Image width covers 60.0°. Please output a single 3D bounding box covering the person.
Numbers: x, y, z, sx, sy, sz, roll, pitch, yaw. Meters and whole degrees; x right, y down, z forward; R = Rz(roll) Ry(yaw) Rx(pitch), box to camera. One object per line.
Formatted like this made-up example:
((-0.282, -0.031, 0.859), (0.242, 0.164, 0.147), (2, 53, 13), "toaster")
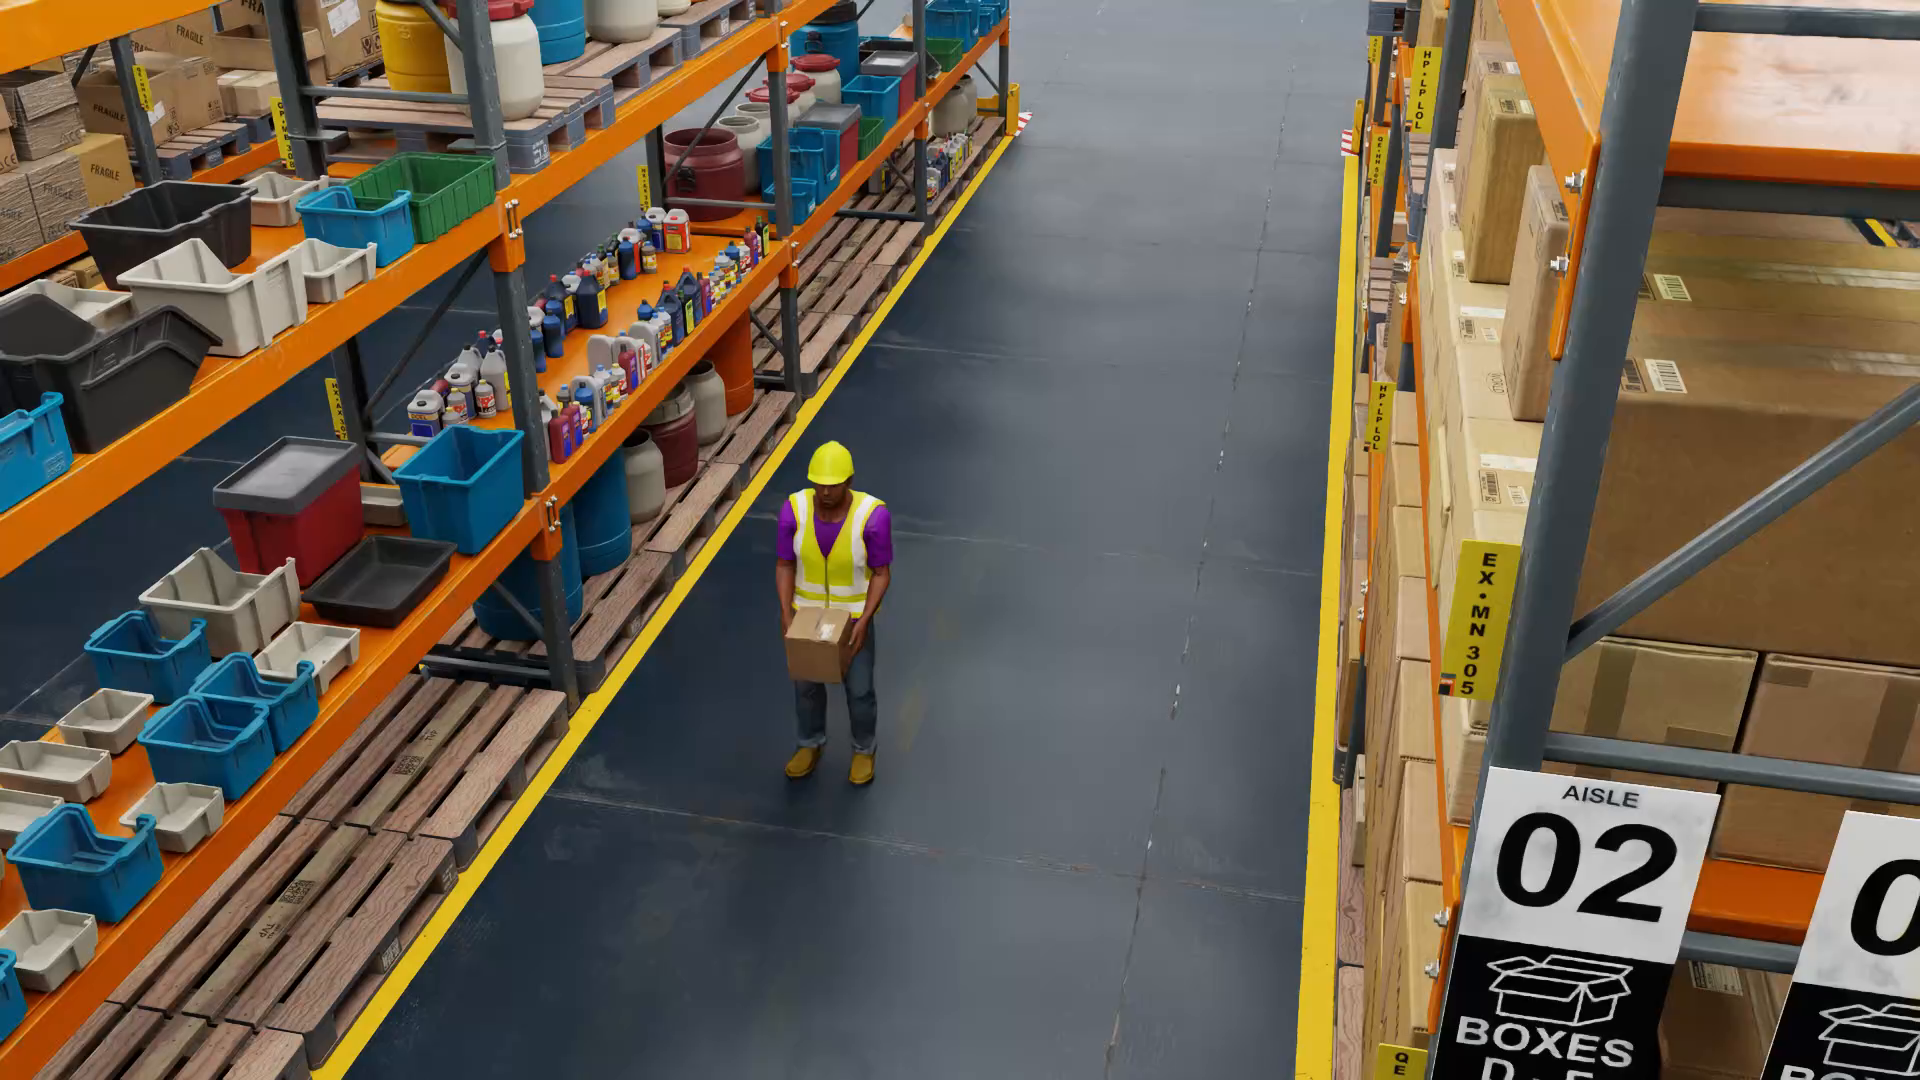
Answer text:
((-12.399, -2.415, 5.469), (23.367, 9.002, 6.709), (5, 29, 10), "person")
